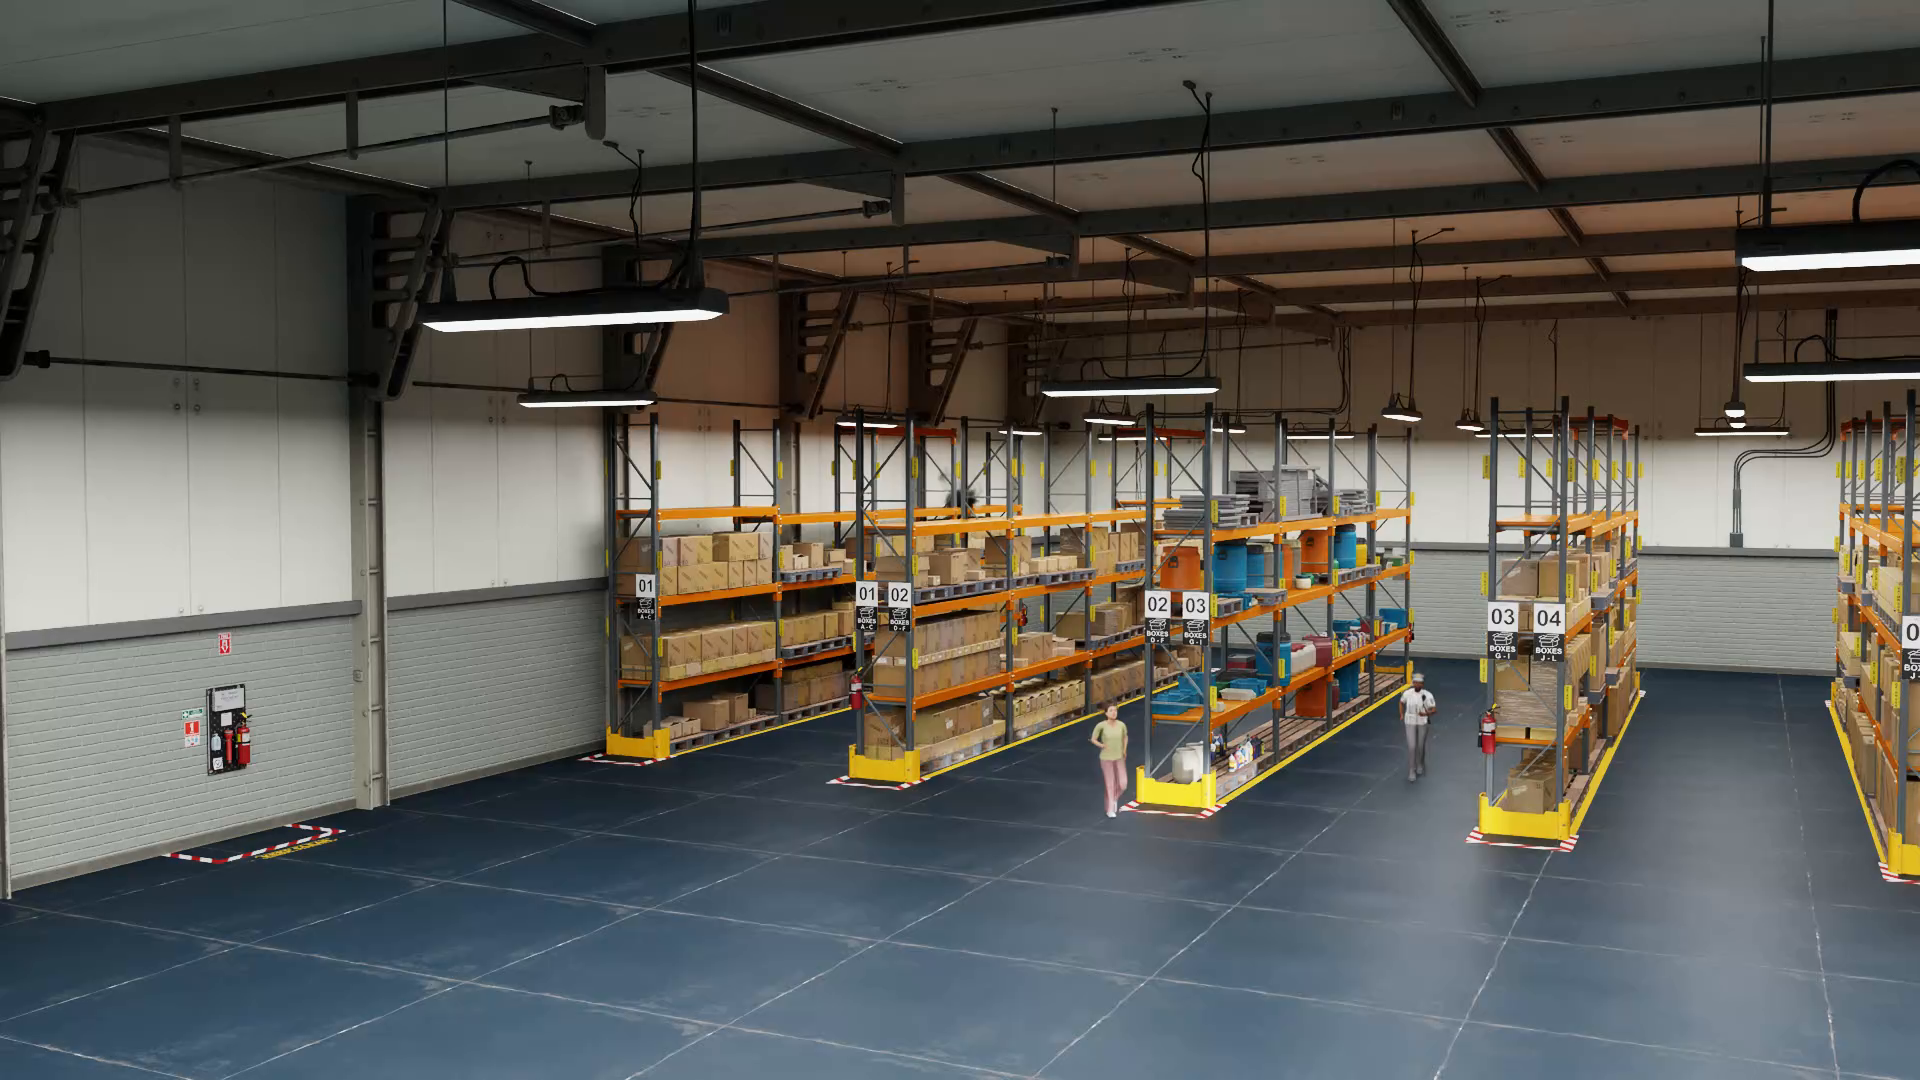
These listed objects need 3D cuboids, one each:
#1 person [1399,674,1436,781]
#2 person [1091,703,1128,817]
[{"bbox_3d":[7.422,3.001,26.995,0.586,1.699,0.867,1,2,16],"label":"person"},{"bbox_3d":[2.187,3.173,23.978,0.576,1.632,0.511,0,2,-10],"label":"person"}]
